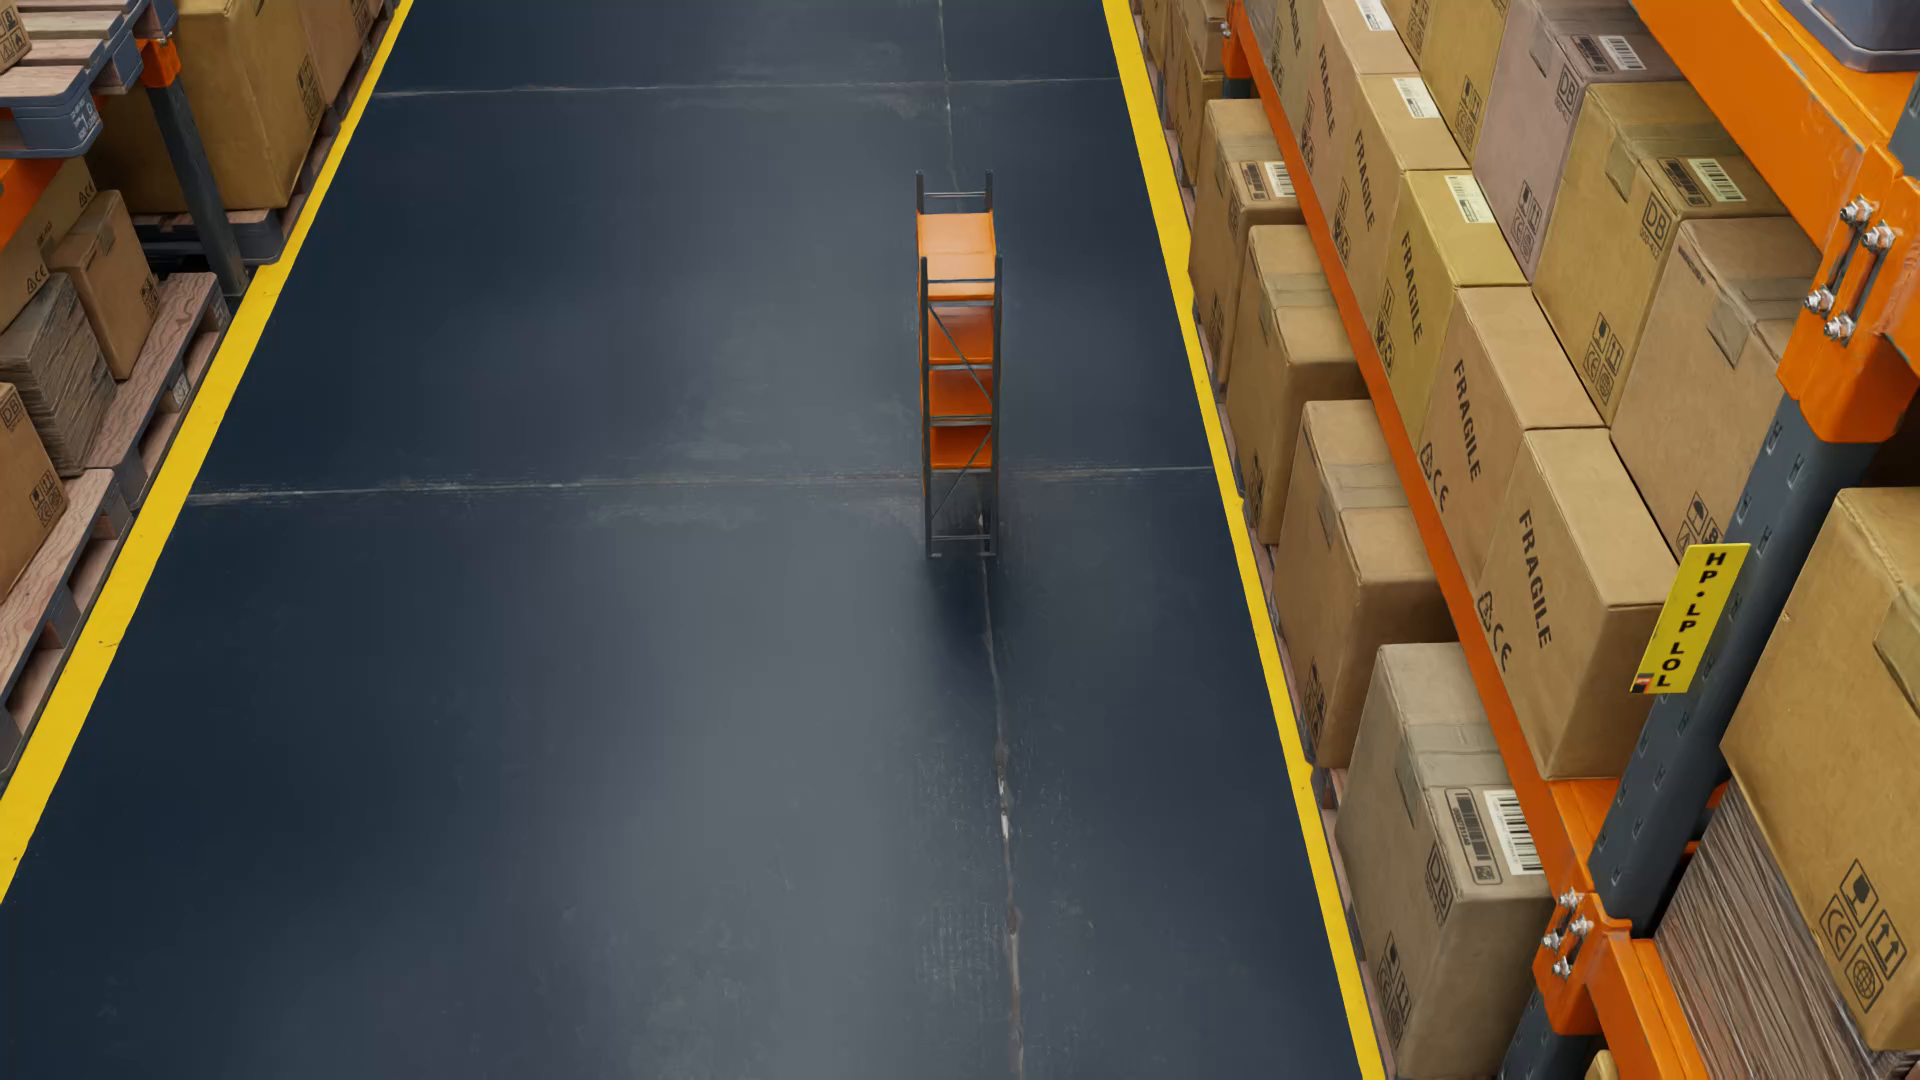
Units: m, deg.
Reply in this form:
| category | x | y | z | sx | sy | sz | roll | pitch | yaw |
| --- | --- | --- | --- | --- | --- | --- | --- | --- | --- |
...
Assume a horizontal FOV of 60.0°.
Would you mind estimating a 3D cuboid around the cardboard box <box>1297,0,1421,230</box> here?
| category | x | y | z | sx | sy | sz | roll | pitch | yaw |
| --- | --- | --- | --- | --- | --- | --- | --- | --- | --- |
| cardboard box | 1.304 | -1.240 | 4.809 | 0.500 | 0.500 | 0.500 | -2 | 43 | -2 |

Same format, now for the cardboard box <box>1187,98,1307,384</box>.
| category | x | y | z | sx | sy | sz | roll | pitch | yaw |
| --- | --- | --- | --- | --- | --- | --- | --- | --- | --- |
| cardboard box | 1.446 | -1.109 | 6.095 | 1.050 | 0.750 | 0.750 | -2 | 43 | -2 |

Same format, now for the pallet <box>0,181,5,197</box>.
| category | x | y | z | sx | sy | sz | roll | pitch | yaw |
| --- | --- | --- | --- | --- | --- | --- | --- | --- | --- |
| pallet | -3.325 | -0.718 | 4.455 | 1.003 | 0.211 | 1.213 | -2 | 43 | -2 |

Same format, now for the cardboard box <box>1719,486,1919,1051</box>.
| category | x | y | z | sx | sy | sz | roll | pitch | yaw |
| --- | --- | --- | --- | --- | --- | --- | --- | --- | --- |
| cardboard box | 1.661 | 0.300 | 2.293 | 0.875 | 0.550 | 0.550 | -2 | 43 | -2 |

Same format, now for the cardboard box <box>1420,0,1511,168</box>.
| category | x | y | z | sx | sy | sz | roll | pitch | yaw |
| --- | --- | --- | --- | --- | --- | --- | --- | --- | --- |
| cardboard box | 1.587 | -1.267 | 4.098 | 0.700 | 0.500 | 0.500 | -2 | 43 | -2 |

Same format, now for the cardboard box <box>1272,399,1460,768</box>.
| category | x | y | z | sx | sy | sz | roll | pitch | yaw |
| --- | --- | --- | --- | --- | --- | --- | --- | --- | --- |
| cardboard box | 1.526 | 0.109 | 4.765 | 1.050 | 0.750 | 0.750 | -2 | 43 | -2 |

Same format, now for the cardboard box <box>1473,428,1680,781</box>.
| category | x | y | z | sx | sy | sz | roll | pitch | yaw |
| --- | --- | --- | --- | --- | --- | --- | --- | --- | --- |
| cardboard box | 1.390 | 0.121 | 3.324 | 0.500 | 0.500 | 0.500 | -2 | 43 | -2 |

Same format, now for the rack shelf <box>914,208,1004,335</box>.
| category | x | y | z | sx | sy | sz | roll | pitch | yaw |
| --- | --- | --- | --- | --- | --- | --- | --- | --- | --- |
| rack shelf | -0.007 | -0.844 | 5.201 | 0.258 | 0.148 | 0.480 | -2 | 43 | -2 |

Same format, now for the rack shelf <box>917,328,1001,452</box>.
| category | x | y | z | sx | sy | sz | roll | pitch | yaw |
| --- | --- | --- | --- | --- | --- | --- | --- | --- | --- |
| rack shelf | -0.007 | -0.504 | 5.512 | 0.258 | 0.148 | 0.480 | -2 | 43 | -2 |

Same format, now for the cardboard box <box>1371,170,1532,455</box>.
| category | x | y | z | sx | sy | sz | roll | pitch | yaw |
| --- | --- | --- | --- | --- | --- | --- | --- | --- | --- |
| cardboard box | 1.347 | -0.561 | 4.068 | 0.500 | 0.500 | 0.500 | -1 | 43 | -1 |

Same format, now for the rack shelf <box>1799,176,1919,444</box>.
| category | x | y | z | sx | sy | sz | roll | pitch | yaw |
| --- | --- | --- | --- | --- | --- | --- | --- | --- | --- |
| rack shelf | 1.764 | 1.012 | 0.738 | 1.077 | 0.370 | 4.000 | -2 | 43 | -2 |

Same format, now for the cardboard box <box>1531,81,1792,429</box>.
| category | x | y | z | sx | sy | sz | roll | pitch | yaw |
| --- | --- | --- | --- | --- | --- | --- | --- | --- | --- |
| cardboard box | 1.629 | -0.585 | 3.354 | 0.700 | 0.500 | 0.500 | -2 | 43 | -2 |

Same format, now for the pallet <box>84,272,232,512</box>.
| category | x | y | z | sx | sy | sz | roll | pitch | yaw |
| --- | --- | --- | --- | --- | --- | --- | --- | --- | --- |
| pallet | -3.419 | -0.568 | 6.213 | 1.003 | 0.211 | 1.213 | -2 | 43 | -2 |

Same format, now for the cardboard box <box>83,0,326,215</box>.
| category | x | y | z | sx | sy | sz | roll | pitch | yaw |
| --- | --- | --- | --- | --- | --- | --- | --- | --- | --- |
| cardboard box | -3.459 | -1.962 | 6.932 | 1.225 | 0.875 | 0.875 | -3 | 43 | -4 |

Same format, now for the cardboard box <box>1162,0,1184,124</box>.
| category | x | y | z | sx | sy | sz | roll | pitch | yaw |
| --- | --- | --- | --- | --- | --- | --- | --- | --- | --- |
| cardboard box | 1.202 | -2.218 | 7.489 | 0.500 | 0.500 | 0.500 | 0 | 43 | 0 |

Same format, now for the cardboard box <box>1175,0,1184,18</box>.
| category | x | y | z | sx | sy | sz | roll | pitch | yaw |
| --- | --- | --- | --- | --- | --- | --- | --- | --- | --- |
| cardboard box | 1.186 | -2.502 | 7.244 | 0.500 | 0.250 | 0.500 | -1 | 43 | -1 |

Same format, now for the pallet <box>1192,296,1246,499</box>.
| category | x | y | z | sx | sy | sz | roll | pitch | yaw |
| --- | --- | --- | --- | --- | --- | --- | --- | --- | --- |
| pallet | 1.468 | -0.635 | 6.287 | 1.003 | 0.211 | 1.213 | -2 | 43 | -2 |

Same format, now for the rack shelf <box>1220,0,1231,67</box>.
| category | x | y | z | sx | sy | sz | roll | pitch | yaw |
| --- | --- | --- | --- | --- | --- | --- | --- | --- | --- |
| rack shelf | 1.425 | -3.283 | 7.644 | 1.077 | 0.370 | 4.000 | -2 | 43 | -2 |

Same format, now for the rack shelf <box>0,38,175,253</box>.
| category | x | y | z | sx | sy | sz | roll | pitch | yaw |
| --- | --- | --- | --- | --- | --- | --- | --- | --- | --- |
| rack shelf | -3.365 | -0.508 | 4.617 | 1.077 | 0.370 | 4.000 | -2 | 43 | -2 |

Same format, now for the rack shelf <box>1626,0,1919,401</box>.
| category | x | y | z | sx | sy | sz | roll | pitch | yaw |
| --- | --- | --- | --- | --- | --- | --- | --- | --- | --- |
| rack shelf | 1.594 | -1.688 | 3.684 | 1.077 | 0.370 | 4.000 | -2 | 43 | -2 |

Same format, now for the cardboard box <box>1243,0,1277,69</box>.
| category | x | y | z | sx | sy | sz | roll | pitch | yaw |
| --- | --- | --- | --- | --- | --- | --- | --- | --- | --- |
| cardboard box | 1.259 | -1.924 | 5.555 | 0.500 | 0.500 | 0.500 | -1 | 43 | -1 |

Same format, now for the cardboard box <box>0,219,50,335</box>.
| category | x | y | z | sx | sy | sz | roll | pitch | yaw |
| --- | --- | --- | --- | --- | --- | --- | --- | --- | --- |
| cardboard box | -3.359 | -0.831 | 5.406 | 0.500 | 0.250 | 0.500 | 3 | 43 | 3 |

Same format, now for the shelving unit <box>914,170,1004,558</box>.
| category | x | y | z | sx | sy | sz | roll | pitch | yaw |
| --- | --- | --- | --- | --- | --- | --- | --- | --- | --- |
| shelving unit | -0.007 | -0.554 | 5.466 | 0.258 | 1.200 | 0.503 | -2 | 43 | -2 |

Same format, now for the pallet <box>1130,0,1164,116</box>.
| category | x | y | z | sx | sy | sz | roll | pitch | yaw |
| --- | --- | --- | --- | --- | --- | --- | --- | --- | --- |
| pallet | 1.429 | -2.519 | 8.342 | 1.003 | 0.211 | 1.213 | -2 | 43 | -2 |

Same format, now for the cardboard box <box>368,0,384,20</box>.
| category | x | y | z | sx | sy | sz | roll | pitch | yaw |
| --- | --- | --- | --- | --- | --- | --- | --- | --- | --- |
| cardboard box | -3.534 | -3.161 | 8.240 | 1.225 | 0.875 | 0.875 | -3 | 43 | -3 |

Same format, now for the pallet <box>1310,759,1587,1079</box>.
| category | x | y | z | sx | sy | sz | roll | pitch | yaw |
| --- | --- | --- | --- | --- | --- | --- | --- | --- | --- |
| pallet | 1.571 | 1.012 | 4.490 | 1.003 | 0.211 | 1.213 | -2 | 43 | -2 |

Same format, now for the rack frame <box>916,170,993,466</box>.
| category | x | y | z | sx | sy | sz | roll | pitch | yaw |
| --- | --- | --- | --- | --- | --- | --- | --- | --- | --- |
| rack frame | -0.017 | -0.719 | 5.646 | 0.240 | 1.200 | 0.015 | -2 | 43 | -2 |

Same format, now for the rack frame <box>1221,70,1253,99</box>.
| category | x | y | z | sx | sy | sz | roll | pitch | yaw |
| --- | --- | --- | --- | --- | --- | --- | --- | --- | --- |
| rack frame | 1.510 | -2.198 | 5.928 | 1.000 | 3.000 | 0.127 | -2 | 43 | -2 |

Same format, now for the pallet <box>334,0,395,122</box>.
| category | x | y | z | sx | sy | sz | roll | pitch | yaw |
| --- | --- | --- | --- | --- | --- | --- | --- | --- | --- |
| pallet | -3.457 | -2.452 | 8.268 | 1.003 | 0.211 | 1.213 | -2 | 43 | -2 |

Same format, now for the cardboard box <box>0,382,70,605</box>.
| category | x | y | z | sx | sy | sz | roll | pitch | yaw |
| --- | --- | --- | --- | --- | --- | --- | --- | --- | --- |
| cardboard box | -3.335 | -0.156 | 5.224 | 0.700 | 0.500 | 0.500 | 2 | 43 | 2 |

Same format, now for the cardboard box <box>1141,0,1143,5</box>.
| category | x | y | z | sx | sy | sz | roll | pitch | yaw |
| --- | --- | --- | --- | --- | --- | --- | --- | --- | --- |
| cardboard box | 1.166 | -2.914 | 8.249 | 0.500 | 0.500 | 0.500 | -1 | 43 | -1 |

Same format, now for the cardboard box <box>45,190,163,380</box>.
| category | x | y | z | sx | sy | sz | roll | pitch | yaw |
| --- | --- | --- | --- | --- | --- | --- | --- | --- | --- |
| cardboard box | -3.402 | -0.912 | 6.050 | 0.700 | 0.500 | 0.500 | -4 | 43 | -4 |

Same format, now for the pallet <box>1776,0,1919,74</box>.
| category | x | y | z | sx | sy | sz | roll | pitch | yaw |
| --- | --- | --- | --- | --- | --- | --- | --- | --- | --- |
| pallet | 1.591 | -1.150 | 2.706 | 0.805 | 0.209 | 1.217 | -3 | 43 | -4 |
